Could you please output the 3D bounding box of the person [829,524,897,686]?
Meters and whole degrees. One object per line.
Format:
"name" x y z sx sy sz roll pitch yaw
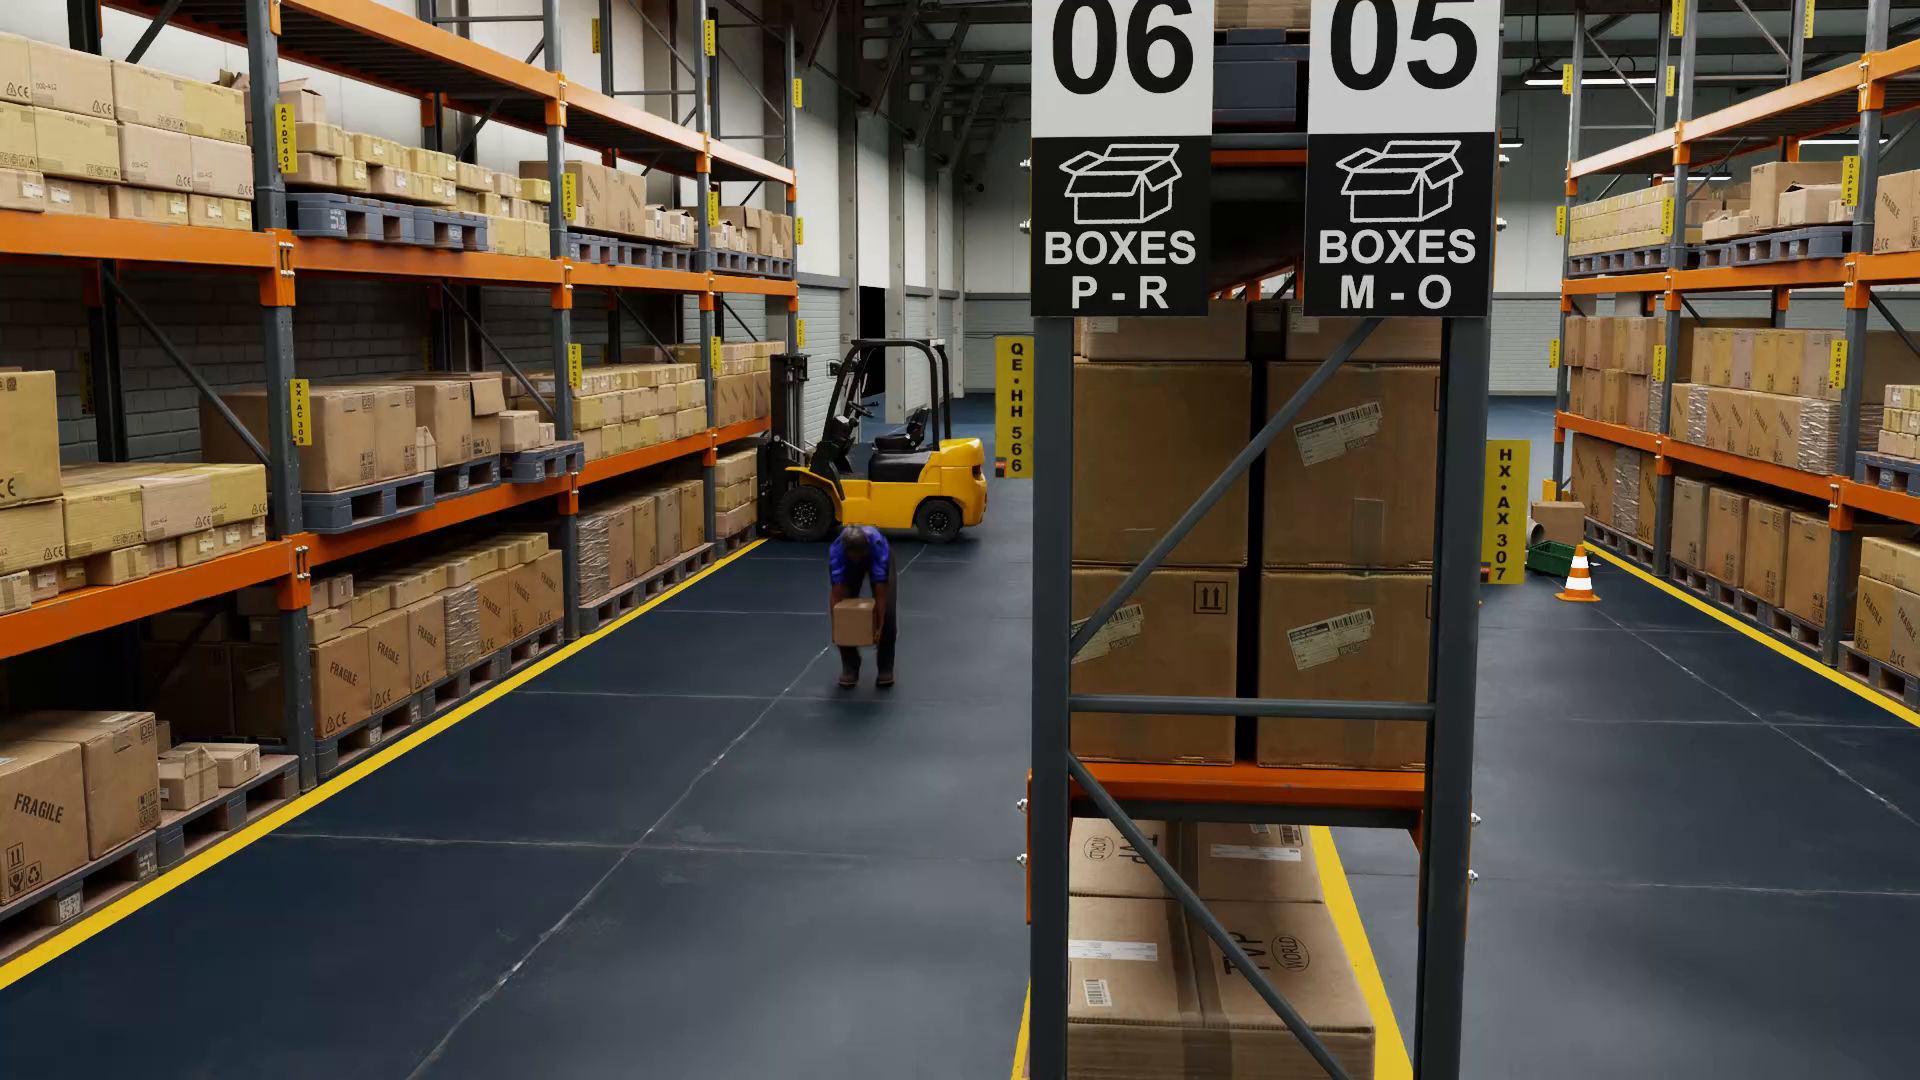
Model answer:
"person" -0.635 0.419 10.788 0.414 1.109 0.866 1 8 4
